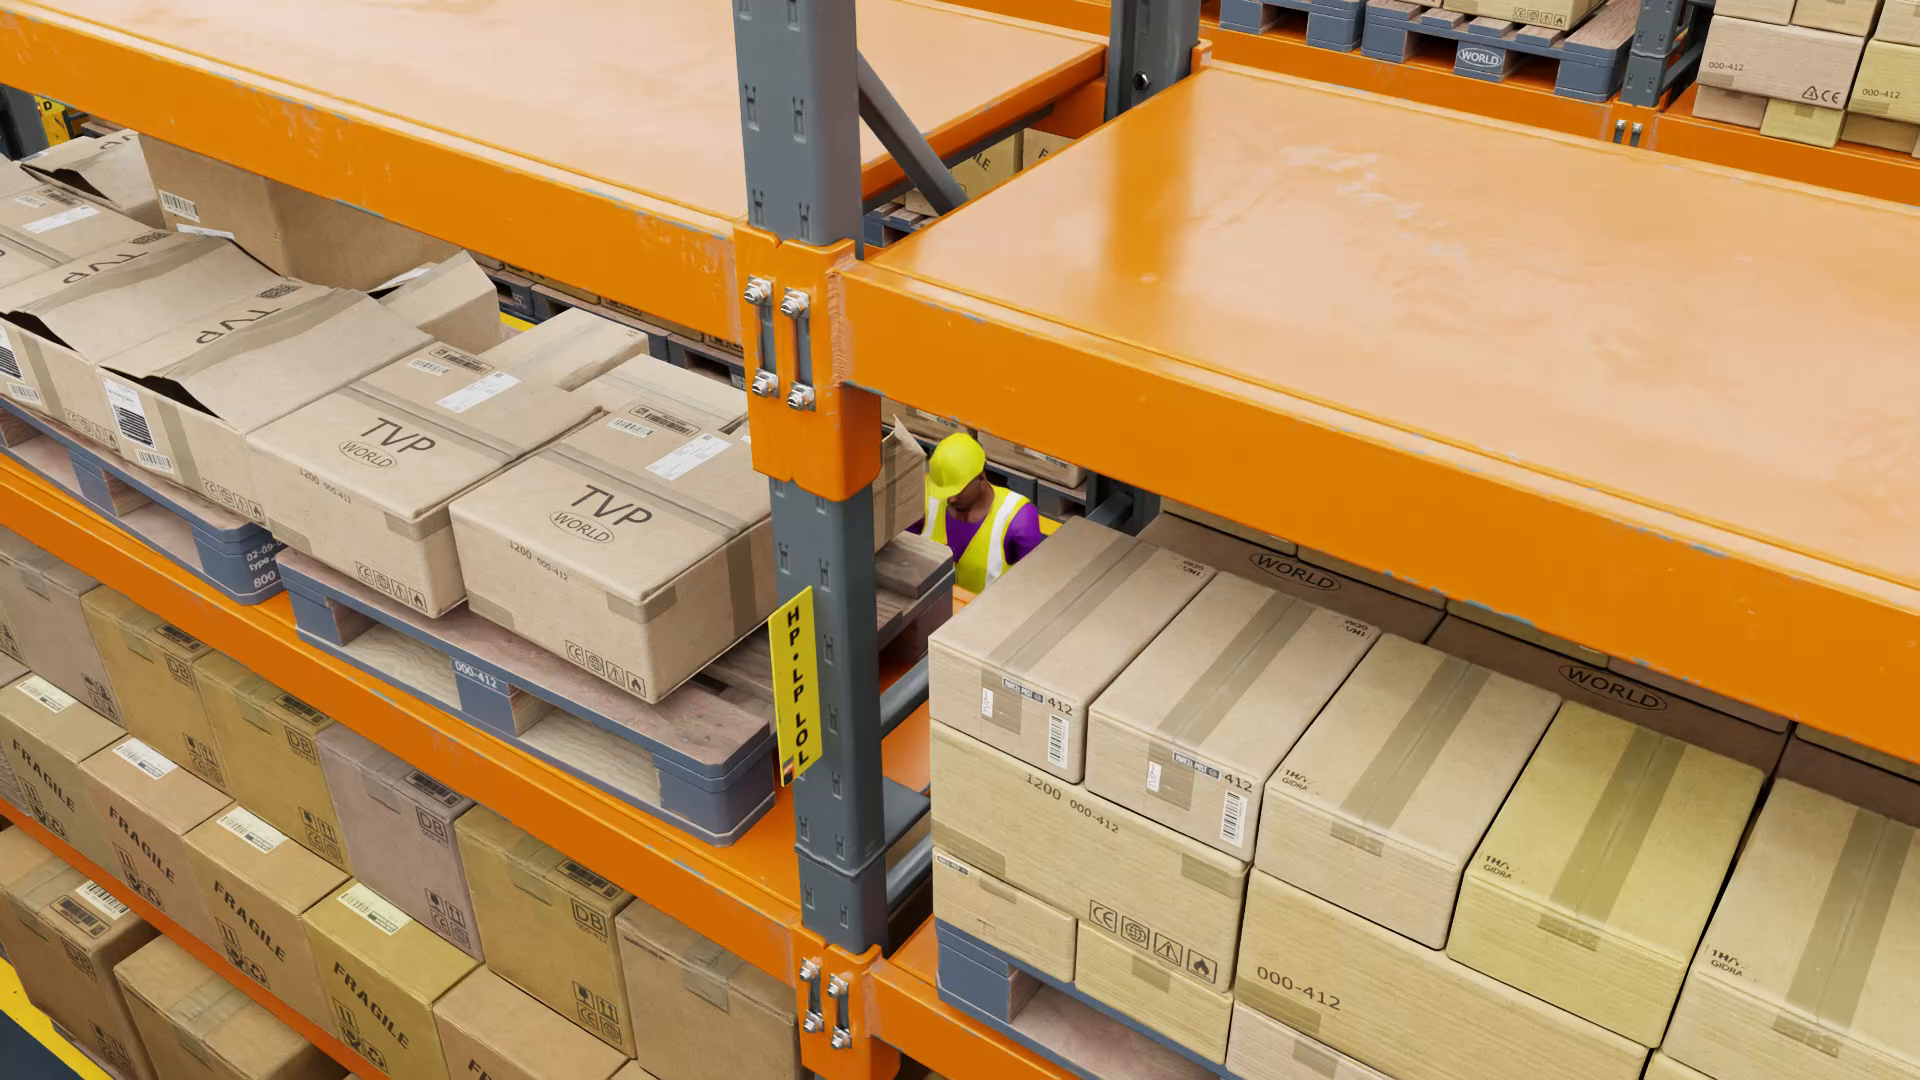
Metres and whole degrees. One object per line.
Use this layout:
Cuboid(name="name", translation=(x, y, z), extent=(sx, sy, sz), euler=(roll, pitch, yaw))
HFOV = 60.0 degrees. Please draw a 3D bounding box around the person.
Cuboid(name="person", translation=(0.034, 0.335, 6.795), extent=(0.583, 1.746, 0.703), euler=(11, 36, 16))
